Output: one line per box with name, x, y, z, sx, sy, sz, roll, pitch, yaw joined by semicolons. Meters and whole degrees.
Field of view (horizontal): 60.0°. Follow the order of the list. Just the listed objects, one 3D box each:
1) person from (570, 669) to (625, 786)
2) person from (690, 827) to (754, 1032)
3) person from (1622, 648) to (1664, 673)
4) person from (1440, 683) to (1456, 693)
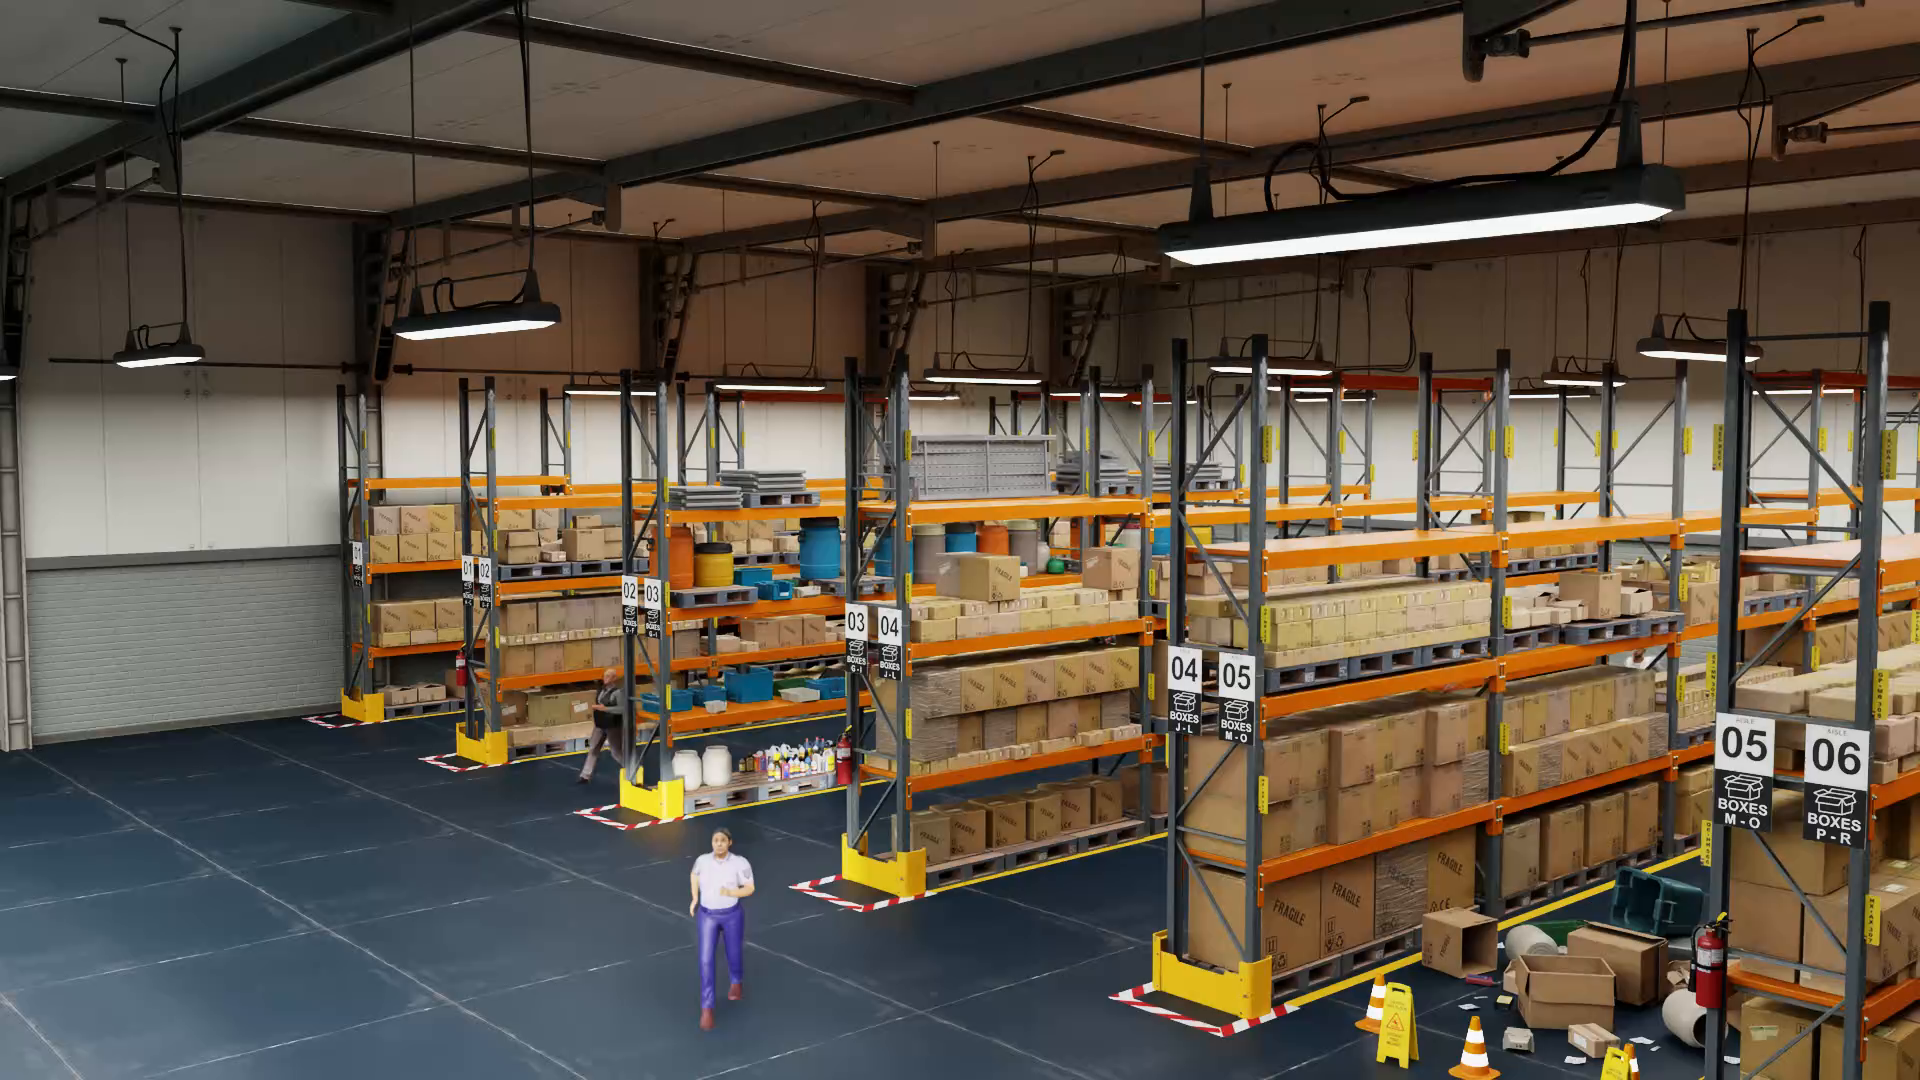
person;-5.046;2.698;23.855;0.667;1.712;1.062;3;5;35
person;-2.106;3.367;14.695;0.594;1.680;0.873;0;4;-2
person;11.146;2.512;27.250;0.714;1.731;0.549;4;5;44
person;6.799;2.738;23.237;0.658;1.768;0.971;3;5;41
